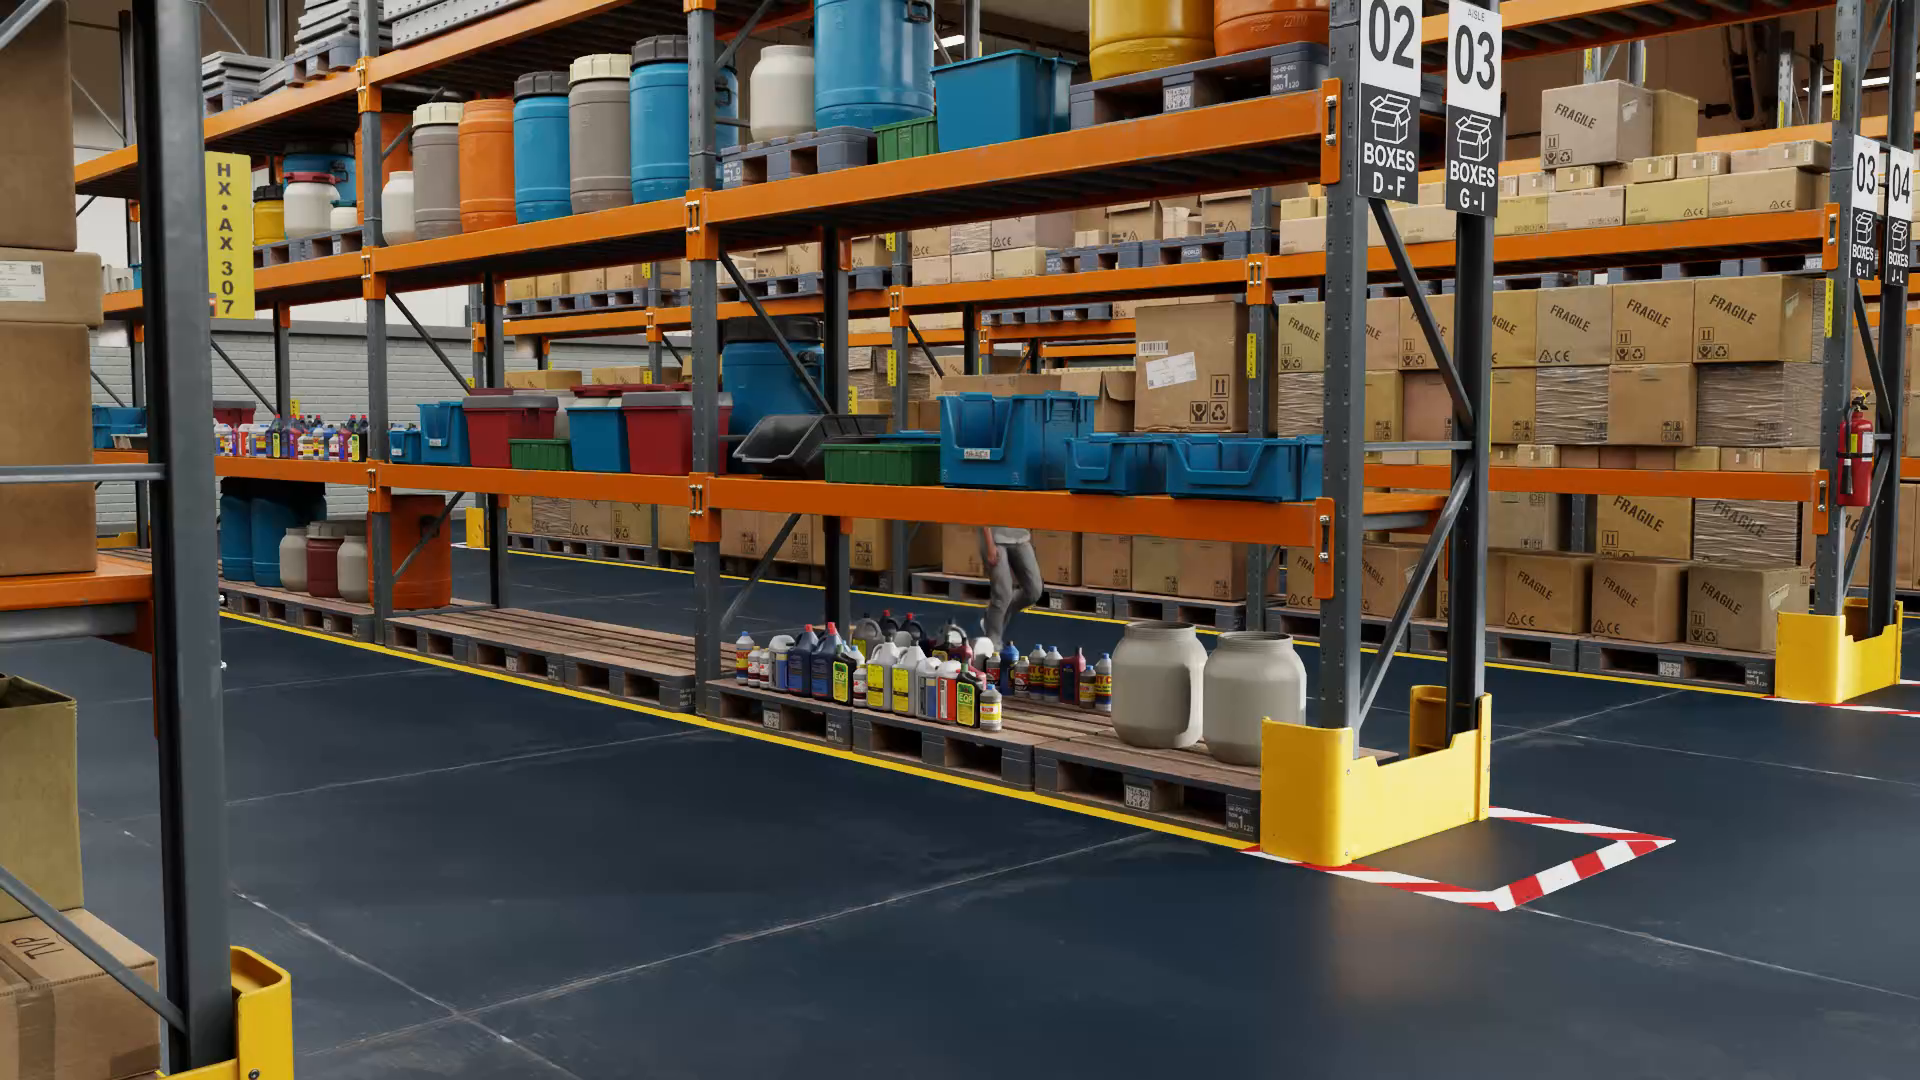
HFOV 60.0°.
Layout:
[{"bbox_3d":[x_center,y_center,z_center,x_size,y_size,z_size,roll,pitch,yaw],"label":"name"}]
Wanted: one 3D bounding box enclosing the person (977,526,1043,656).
[{"bbox_3d":[0.254,0.026,10.603,0.445,1.591,0.467,-4,5,-41],"label":"person"}]
